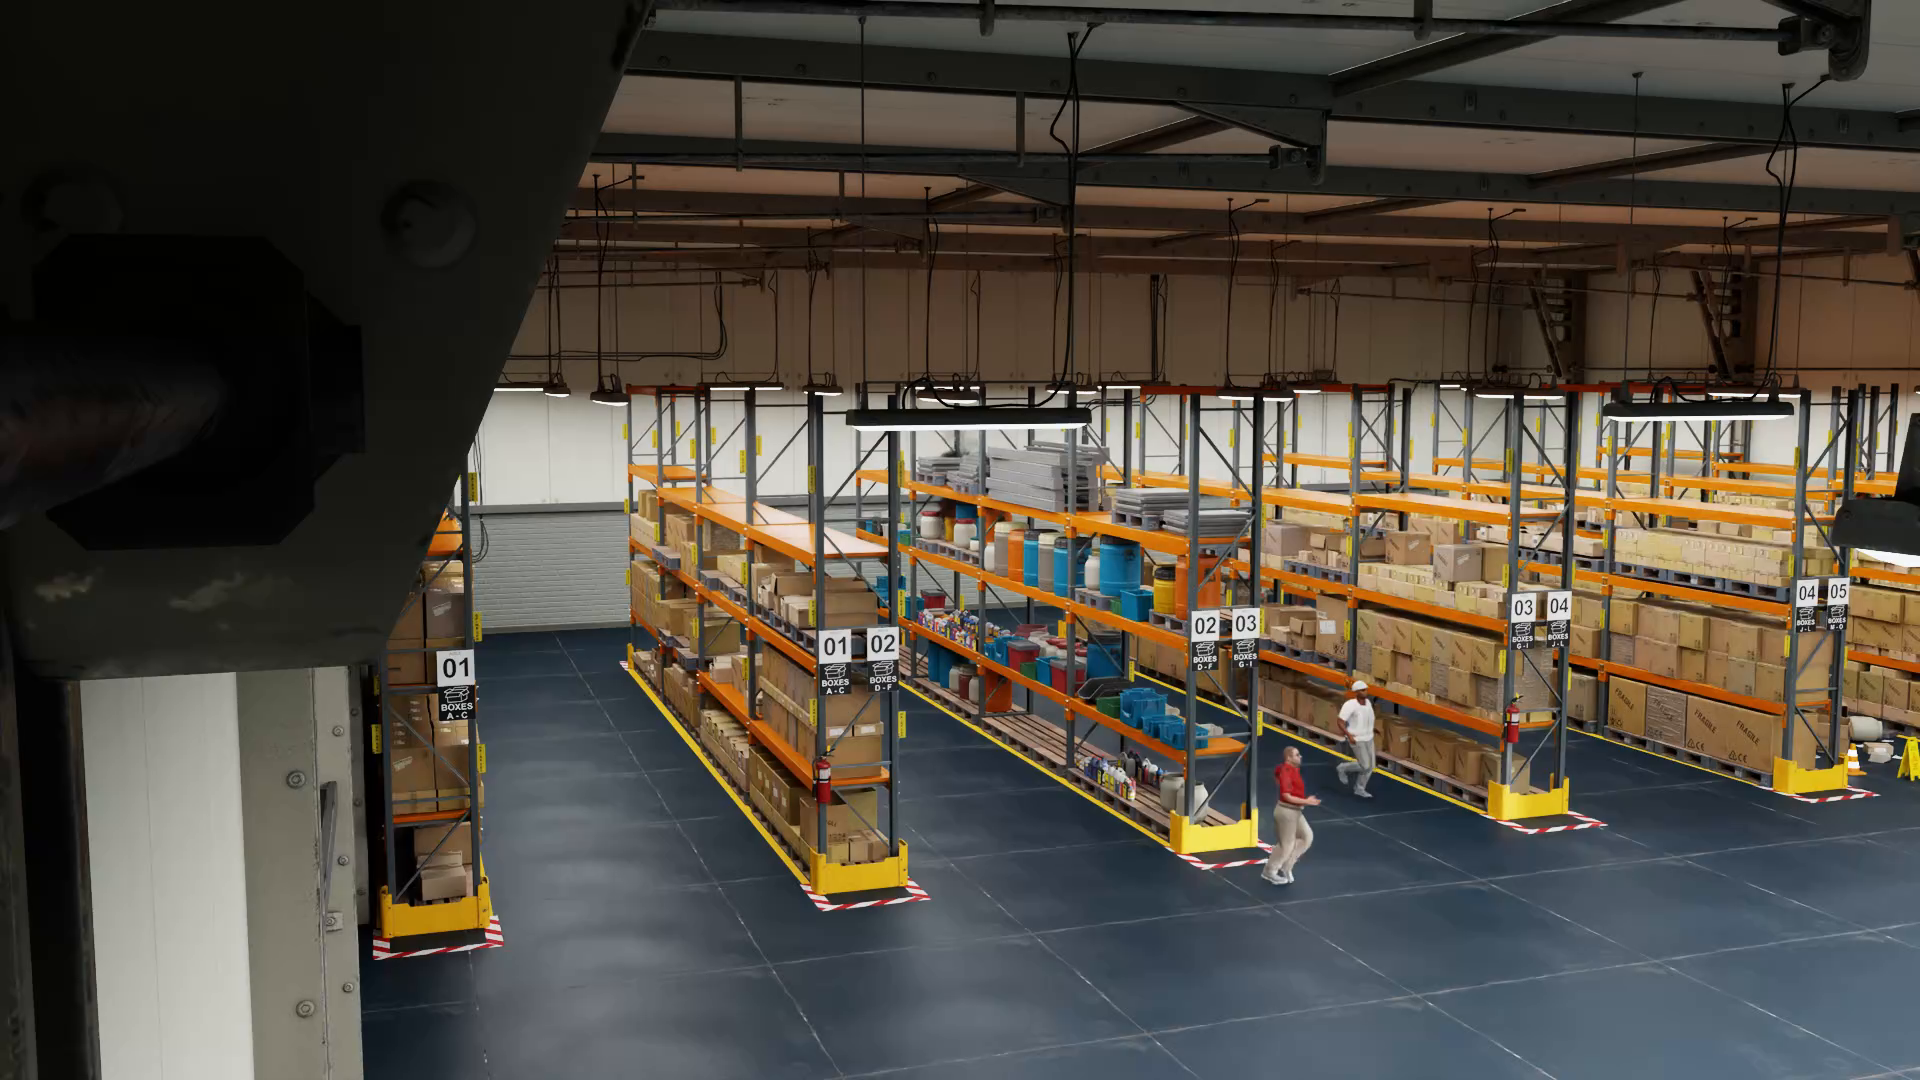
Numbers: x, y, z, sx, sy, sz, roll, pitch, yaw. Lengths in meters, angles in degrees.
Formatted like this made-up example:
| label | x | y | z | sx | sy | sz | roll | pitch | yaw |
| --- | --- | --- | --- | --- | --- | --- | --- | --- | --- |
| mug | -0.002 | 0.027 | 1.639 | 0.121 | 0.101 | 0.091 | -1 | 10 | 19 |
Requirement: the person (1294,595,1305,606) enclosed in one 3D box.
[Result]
| label | x | y | z | sx | sy | sz | roll | pitch | yaw |
| --- | --- | --- | --- | --- | --- | --- | --- | --- | --- |
| person | 8.465 | 1.262 | 41.324 | 0.529 | 1.584 | 0.707 | 4 | 7 | 32 |

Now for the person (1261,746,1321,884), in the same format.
| label | x | y | z | sx | sy | sz | roll | pitch | yaw |
| --- | --- | --- | --- | --- | --- | --- | --- | --- | --- |
| person | 4.080 | 3.394 | 20.411 | 0.709 | 1.763 | 0.696 | 2 | 6 | 19 |

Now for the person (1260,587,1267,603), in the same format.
| label | x | y | z | sx | sy | sz | roll | pitch | yaw |
| --- | --- | --- | --- | --- | --- | --- | --- | --- | --- |
| person | 6.594 | 1.619 | 37.291 | 0.667 | 1.736 | 0.626 | -2 | 6 | -15 |

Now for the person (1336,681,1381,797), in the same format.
| label | x | y | z | sx | sy | sz | roll | pitch | yaw |
| --- | --- | --- | --- | --- | --- | --- | --- | --- | --- |
| person | 5.909 | 2.934 | 24.673 | 0.702 | 1.721 | 0.589 | -4 | 7 | -35 |
